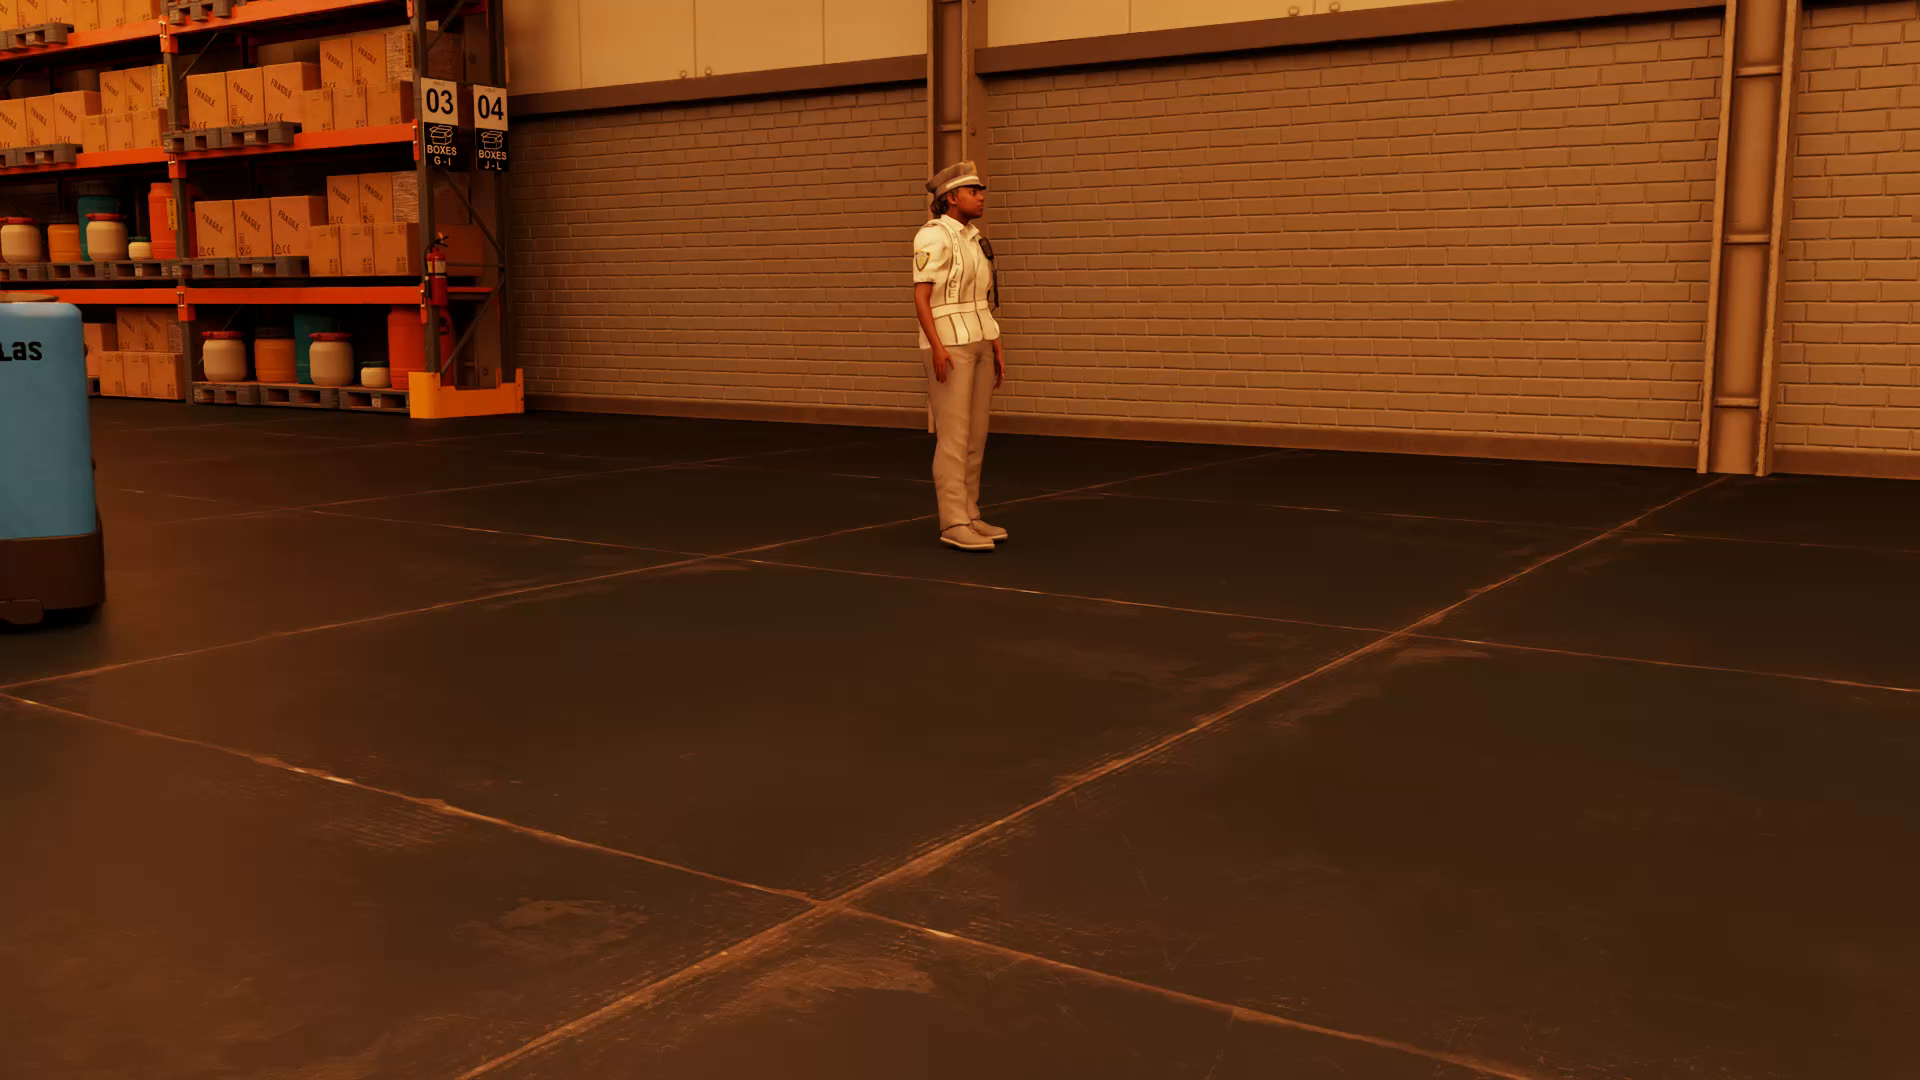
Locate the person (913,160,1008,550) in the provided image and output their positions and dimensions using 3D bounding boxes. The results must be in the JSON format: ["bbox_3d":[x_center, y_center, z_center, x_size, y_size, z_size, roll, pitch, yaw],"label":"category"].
[{"bbox_3d":[0.051,-0.838,7.425,0.530,1.695,0.569,5,10,34],"label":"person"}]

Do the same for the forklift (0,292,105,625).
[{"bbox_3d":[-4.436,-1.127,5.121,3.031,2.935,1.130,-4,9,-27],"label":"forklift"}]
